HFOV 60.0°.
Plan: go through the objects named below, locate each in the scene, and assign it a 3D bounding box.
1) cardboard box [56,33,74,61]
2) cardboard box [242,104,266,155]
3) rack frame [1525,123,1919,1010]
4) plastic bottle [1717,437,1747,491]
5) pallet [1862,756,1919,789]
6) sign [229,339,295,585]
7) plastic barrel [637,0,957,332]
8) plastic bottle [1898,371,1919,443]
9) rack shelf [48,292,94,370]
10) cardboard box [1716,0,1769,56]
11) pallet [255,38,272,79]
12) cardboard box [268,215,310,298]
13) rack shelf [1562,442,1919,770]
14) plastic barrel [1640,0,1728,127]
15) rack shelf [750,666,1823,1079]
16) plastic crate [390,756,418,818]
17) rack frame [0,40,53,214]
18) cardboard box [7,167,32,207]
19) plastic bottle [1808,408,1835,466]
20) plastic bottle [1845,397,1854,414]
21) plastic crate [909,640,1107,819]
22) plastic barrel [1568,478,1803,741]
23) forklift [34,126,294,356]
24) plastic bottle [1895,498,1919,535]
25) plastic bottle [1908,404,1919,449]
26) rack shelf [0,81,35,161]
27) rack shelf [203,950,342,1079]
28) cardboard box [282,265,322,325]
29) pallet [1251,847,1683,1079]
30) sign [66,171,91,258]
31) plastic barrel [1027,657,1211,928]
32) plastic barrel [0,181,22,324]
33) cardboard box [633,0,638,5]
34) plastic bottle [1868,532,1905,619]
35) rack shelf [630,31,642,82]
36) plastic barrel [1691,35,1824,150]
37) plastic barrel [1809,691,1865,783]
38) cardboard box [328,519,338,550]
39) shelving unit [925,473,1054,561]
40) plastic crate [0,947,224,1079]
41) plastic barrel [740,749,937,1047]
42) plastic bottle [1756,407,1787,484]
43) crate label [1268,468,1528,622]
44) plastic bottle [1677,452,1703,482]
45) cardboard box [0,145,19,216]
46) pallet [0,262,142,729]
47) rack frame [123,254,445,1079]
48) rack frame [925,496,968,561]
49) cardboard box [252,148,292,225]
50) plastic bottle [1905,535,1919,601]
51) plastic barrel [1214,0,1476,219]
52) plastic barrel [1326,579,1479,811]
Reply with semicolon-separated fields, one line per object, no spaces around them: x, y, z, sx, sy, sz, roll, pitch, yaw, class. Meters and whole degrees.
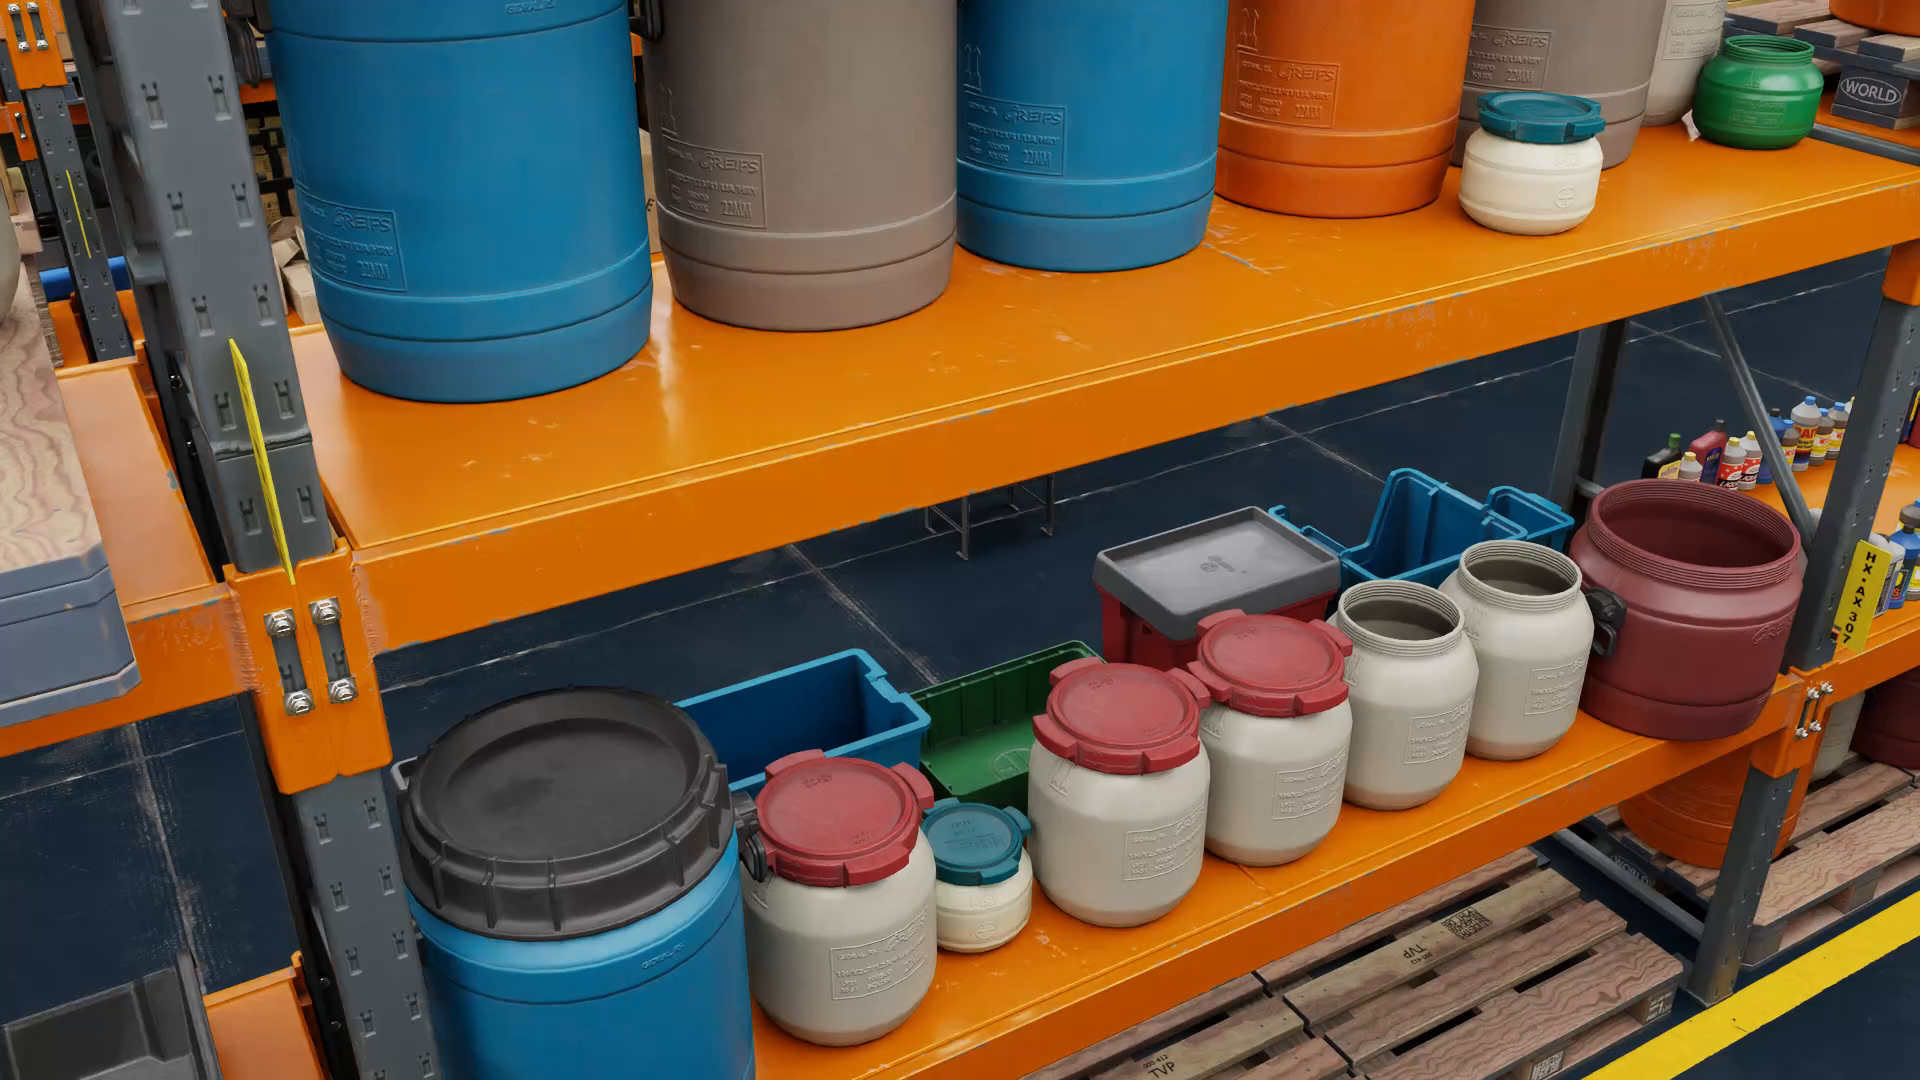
-5.761;-3.489;10.909;0.500;0.500;0.700;-16;33;-26;cardboard box
-5.213;-2.865;11.693;0.500;0.250;0.500;-17;33;-27;cardboard box
2.251;0.006;5.135;0.127;3.000;1.000;-16;33;-26;rack frame
2.691;-0.261;5.825;0.097;0.201;0.097;0;29;0;plastic bottle
3.960;0.719;6.728;1.213;0.211;1.003;-16;33;-26;pallet
-0.929;-0.101;2.214;0.005;0.325;0.100;-16;33;-26;sign
-0.305;-0.923;3.195;0.600;0.901;0.600;0;29;0;plastic barrel
3.527;-0.551;6.195;0.185;0.351;0.144;-16;33;-26;plastic bottle
-5.428;-0.275;6.389;4.000;0.370;1.077;-16;33;-26;rack shelf
5.081;-3.466;11.323;0.500;0.500;0.500;-16;33;-27;cardboard box
-4.454;-3.536;11.751;1.213;0.211;1.003;-16;33;-26;pallet
-3.039;-1.313;7.663;0.258;0.266;0.396;-17;33;-28;cardboard box
3.975;-0.169;6.196;4.000;0.370;1.077;-16;33;-26;rack shelf
1.828;-1.408;4.477;0.421;0.512;0.421;0;29;0;plastic barrel
0.527;0.810;4.422;4.000;0.370;1.077;-16;33;-26;rack shelf
-0.935;0.711;3.791;0.583;0.464;0.402;-16;33;-26;plastic crate
-6.217;-3.142;10.840;0.127;3.000;1.000;-16;33;-26;rack frame
-4.034;-1.422;6.948;0.250;0.149;0.380;-16;33;-26;cardboard box
3.111;-0.380;6.040;0.097;0.201;0.097;0;29;0;plastic bottle
3.279;-0.428;6.127;0.097;0.201;0.097;0;29;0;plastic bottle
0.161;0.534;4.398;0.662;0.188;0.450;-16;33;-26;plastic crate
2.004;0.186;4.668;0.708;0.536;0.600;-16;33;-26;plastic barrel
-3.998;-2.274;9.337;3.031;2.935;1.130;-21;35;-33;forklift
3.107;-0.039;5.422;0.097;0.201;0.097;0;29;0;plastic bottle
3.601;-0.485;6.145;0.133;0.283;0.061;-16;33;-26;plastic bottle
-7.941;-2.338;10.126;4.000;0.370;1.077;-16;33;-26;rack shelf
-2.922;1.789;2.648;4.000;0.370;1.077;-16;33;-26;rack shelf
-2.836;-1.101;7.401;0.250;0.149;0.380;-16;33;-26;cardboard box
1.563;1.400;5.495;1.213;0.211;1.003;-16;33;-26;pallet
-3.421;-1.262;6.455;0.005;0.325;0.100;-16;33;-26;sign
0.371;0.603;3.913;0.433;0.535;0.433;0;29;0;plastic barrel
-1.668;-0.538;2.465;0.421;0.512;0.421;0;29;0;plastic barrel
-2.220;-4.317;12.535;0.500;0.500;0.500;-15;32;-25;cardboard box
2.788;0.089;5.113;0.135;0.276;0.152;-16;33;-26;plastic bottle
-1.044;-4.296;13.675;4.000;0.370;1.077;-16;33;-26;rack shelf
2.064;-1.158;4.300;0.294;0.245;0.294;0;29;0;plastic barrel
3.106;0.609;6.183;0.421;0.512;0.421;0;29;0;plastic barrel
-2.789;-0.180;7.882;0.500;0.250;0.500;-15;32;-25;cardboard box
0.143;-0.960;7.816;0.503;2.100;0.431;-16;33;-26;shelving unit
-1.713;1.087;3.240;0.504;0.338;0.767;-16;33;-26;plastic crate
-0.262;0.782;3.587;0.433;0.535;0.433;0;29;0;plastic barrel
2.859;-0.340;5.894;0.097;0.271;0.097;0;29;0;plastic bottle
1.257;0.121;4.890;0.616;0.435;0.502;-16;33;-26;crate label
2.492;-0.205;5.722;0.097;0.201;0.097;0;29;0;plastic bottle
-4.083;-1.580;6.563;0.500;0.500;0.700;-16;33;-26;cardboard box
-1.770;-0.029;2.288;1.003;0.211;1.213;-16;33;-26;pallet
-1.198;0.985;3.361;0.127;3.000;1.000;-16;33;-26;rack frame
-0.068;-0.900;7.708;0.015;2.100;0.400;-16;33;-26;rack frame
-5.171;-2.575;11.943;0.500;0.500;0.700;-17;33;-27;cardboard box
2.986;0.081;5.205;0.097;0.201;0.097;0;29;0;plastic bottle
0.869;-1.225;3.816;0.708;0.830;0.600;-16;33;-26;plastic barrel
1.109;0.401;4.304;0.421;0.512;0.421;0;29;0;plastic barrel
